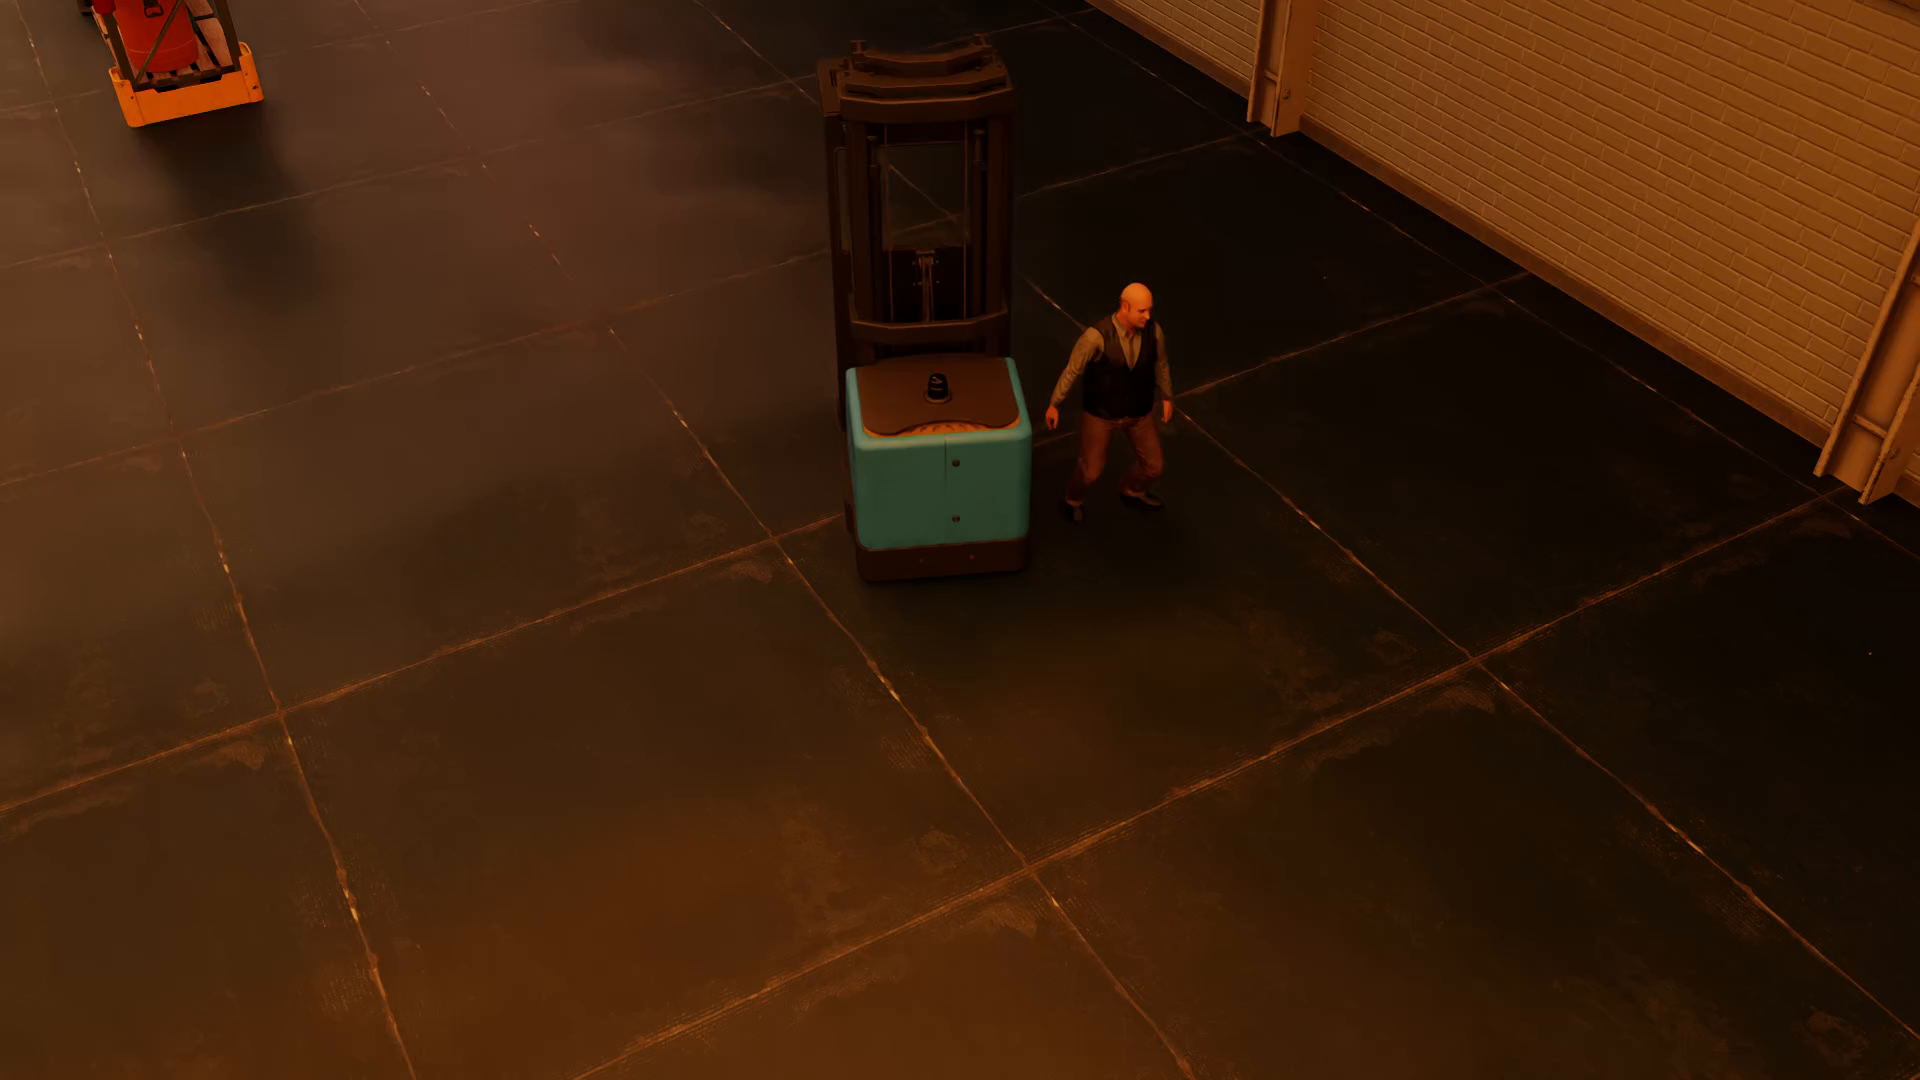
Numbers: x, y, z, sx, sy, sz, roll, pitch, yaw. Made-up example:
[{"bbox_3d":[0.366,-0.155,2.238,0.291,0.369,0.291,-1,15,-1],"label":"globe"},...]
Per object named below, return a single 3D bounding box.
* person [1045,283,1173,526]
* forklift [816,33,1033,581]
[{"bbox_3d":[0.910,-0.784,10.016,0.815,1.702,0.394,-9,40,-10],"label":"person"},{"bbox_3d":[-0.261,-1.818,10.228,1.130,2.935,3.031,-4,40,-5],"label":"forklift"}]
